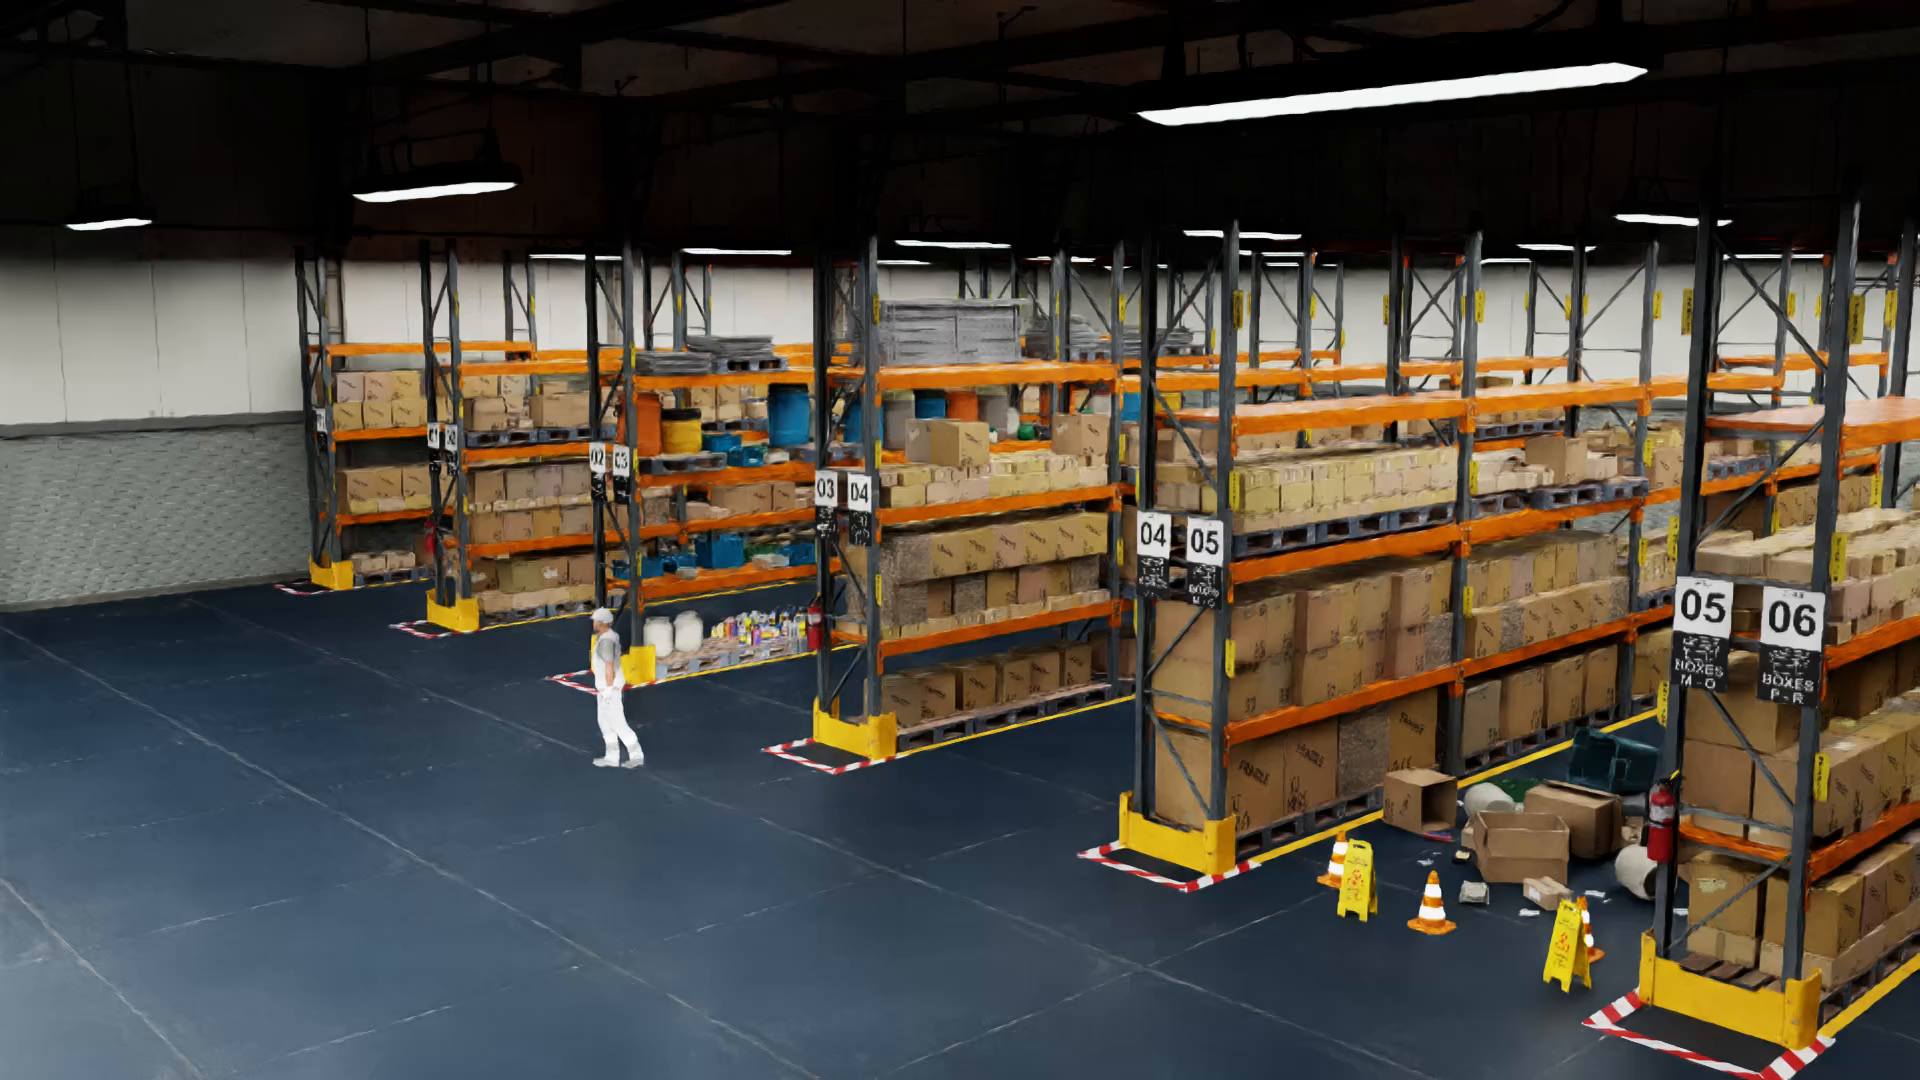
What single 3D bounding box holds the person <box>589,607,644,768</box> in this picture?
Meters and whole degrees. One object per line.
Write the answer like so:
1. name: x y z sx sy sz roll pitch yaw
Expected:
1. person: -3.784 1.623 18.299 0.573 1.775 0.579 -1 8 -7
